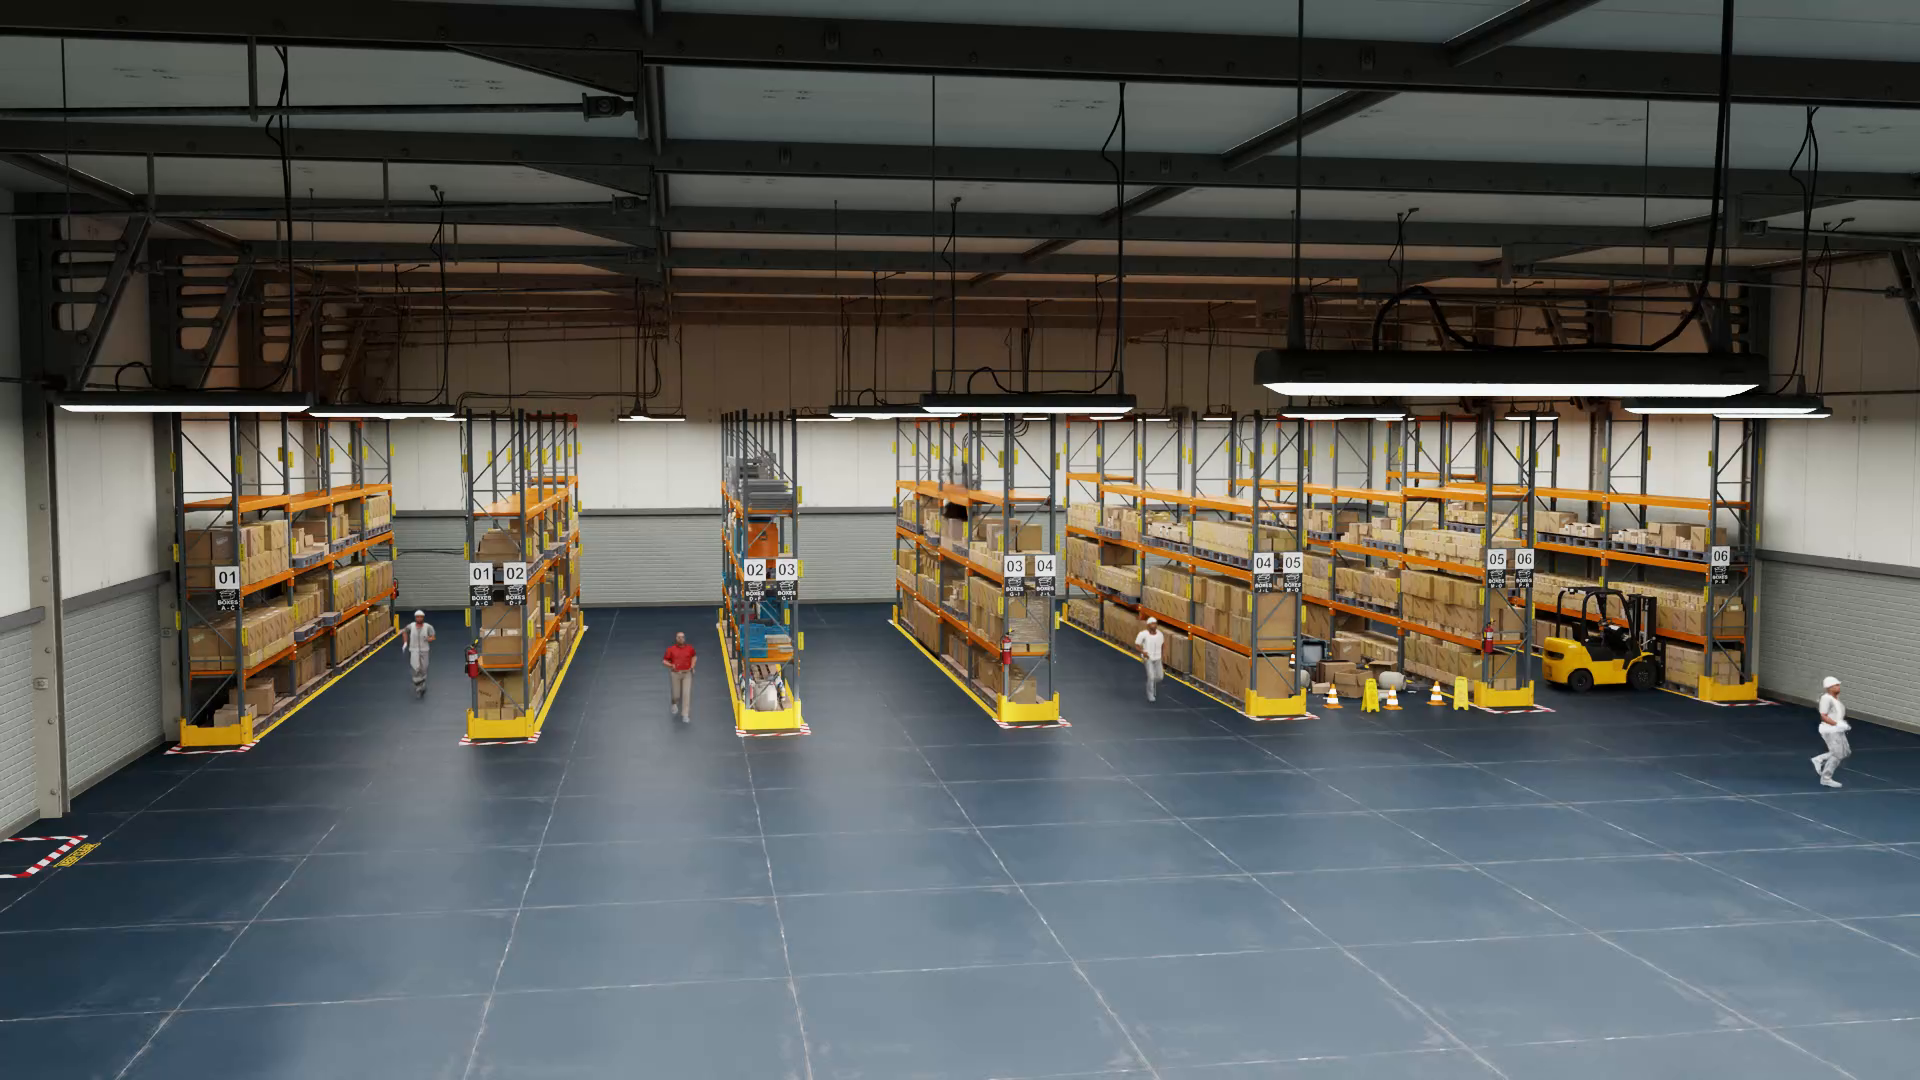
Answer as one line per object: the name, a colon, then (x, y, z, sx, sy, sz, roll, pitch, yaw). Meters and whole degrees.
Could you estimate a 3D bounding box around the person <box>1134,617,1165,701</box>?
person: (3.953, 2.457, 34.431, 0.706, 1.726, 0.568, -1, 4, -18)

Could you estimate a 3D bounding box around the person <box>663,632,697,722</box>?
person: (-5.373, 2.623, 32.043, 0.666, 1.692, 0.922, -1, 4, -18)

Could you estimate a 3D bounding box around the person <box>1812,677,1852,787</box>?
person: (13.795, 3.027, 26.274, 0.562, 1.736, 0.685, 3, 5, 39)

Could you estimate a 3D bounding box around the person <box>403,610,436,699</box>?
person: (-11.357, 2.387, 34.944, 0.643, 1.844, 0.876, -2, 4, -23)
